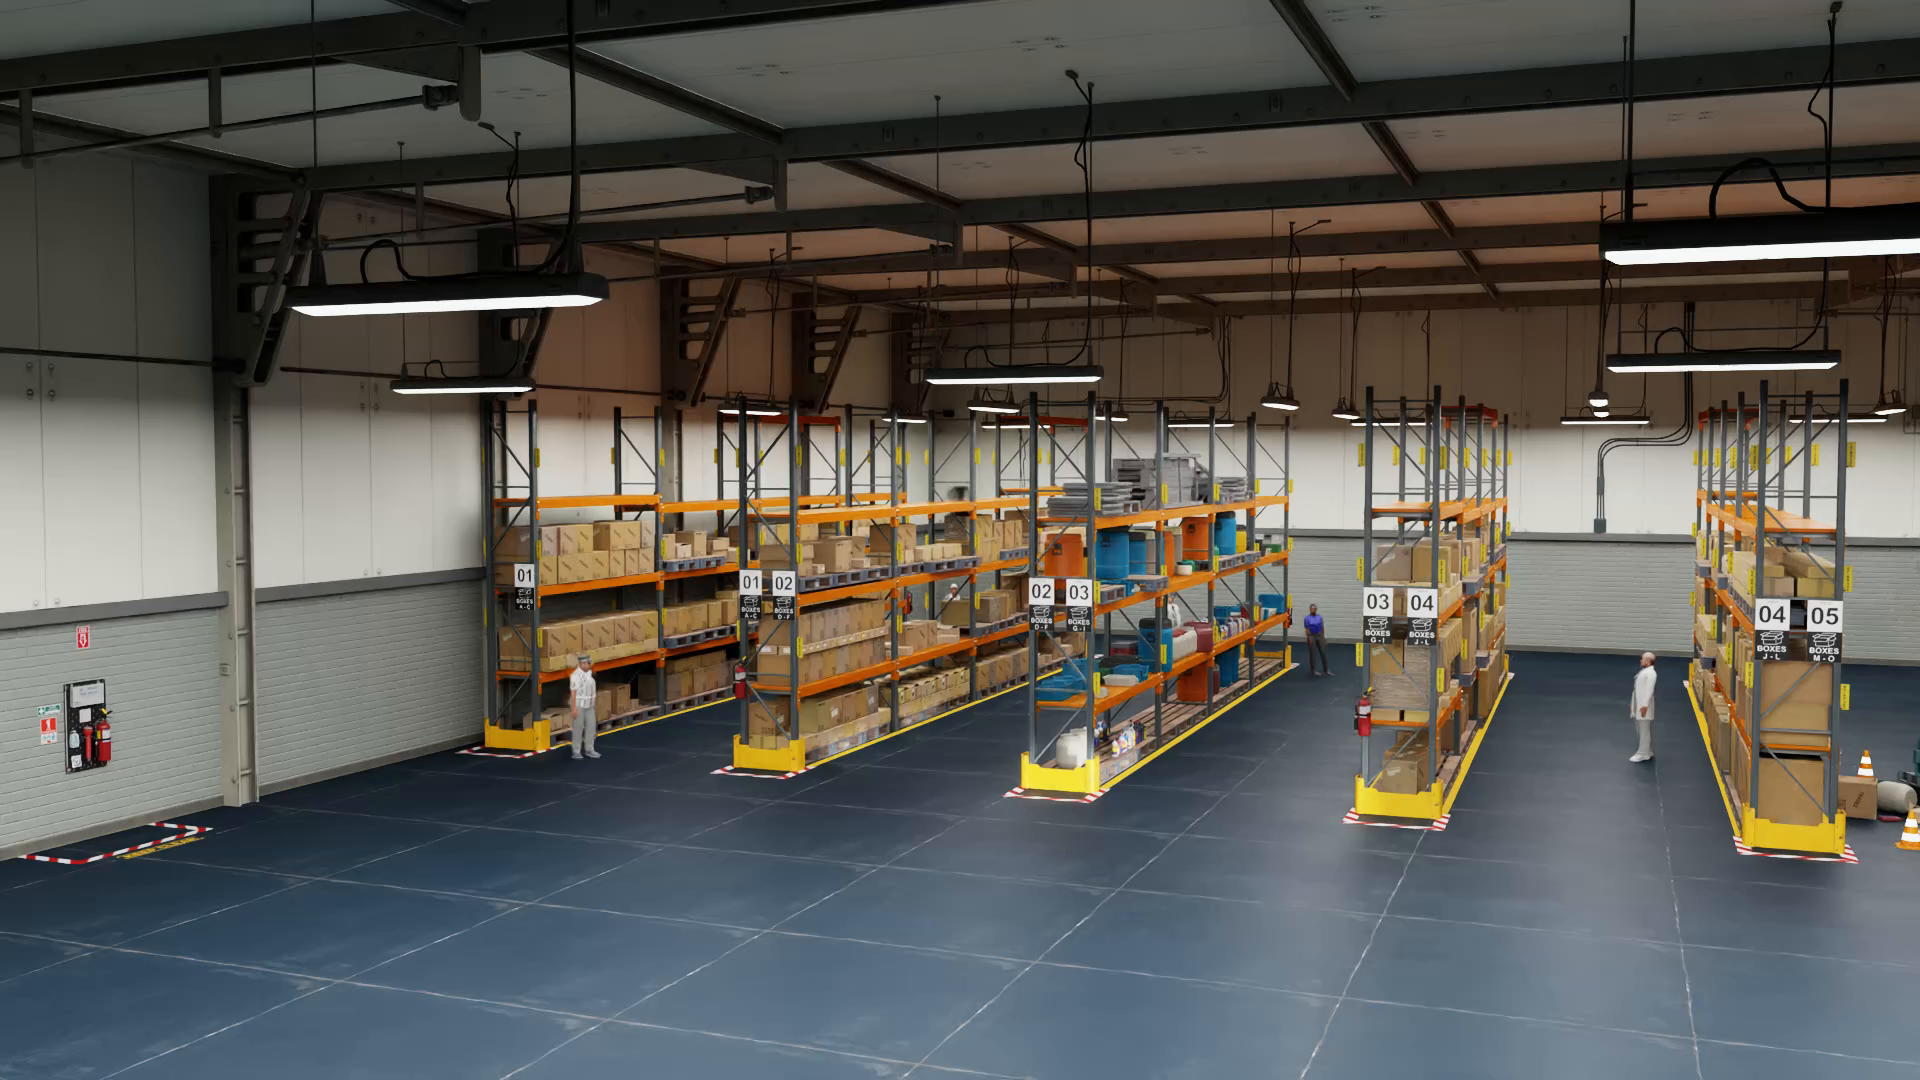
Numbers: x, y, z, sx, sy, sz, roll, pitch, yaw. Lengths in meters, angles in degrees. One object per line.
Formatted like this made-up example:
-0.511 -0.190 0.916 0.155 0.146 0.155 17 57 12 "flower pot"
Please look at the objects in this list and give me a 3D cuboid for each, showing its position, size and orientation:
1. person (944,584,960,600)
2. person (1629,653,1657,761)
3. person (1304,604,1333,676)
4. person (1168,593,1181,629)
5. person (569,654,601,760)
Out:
-0.121 1.984 43.725 1.217 1.669 0.767 3 4 42 "person"
11.347 2.761 27.630 0.571 1.791 0.590 0 3 -10 "person"
8.252 2.299 38.292 0.643 1.673 0.345 0 3 -5 "person"
5.220 2.120 41.493 0.539 1.632 0.960 1 3 19 "person"
-6.293 2.768 27.699 0.449 1.760 0.593 1 3 27 "person"
